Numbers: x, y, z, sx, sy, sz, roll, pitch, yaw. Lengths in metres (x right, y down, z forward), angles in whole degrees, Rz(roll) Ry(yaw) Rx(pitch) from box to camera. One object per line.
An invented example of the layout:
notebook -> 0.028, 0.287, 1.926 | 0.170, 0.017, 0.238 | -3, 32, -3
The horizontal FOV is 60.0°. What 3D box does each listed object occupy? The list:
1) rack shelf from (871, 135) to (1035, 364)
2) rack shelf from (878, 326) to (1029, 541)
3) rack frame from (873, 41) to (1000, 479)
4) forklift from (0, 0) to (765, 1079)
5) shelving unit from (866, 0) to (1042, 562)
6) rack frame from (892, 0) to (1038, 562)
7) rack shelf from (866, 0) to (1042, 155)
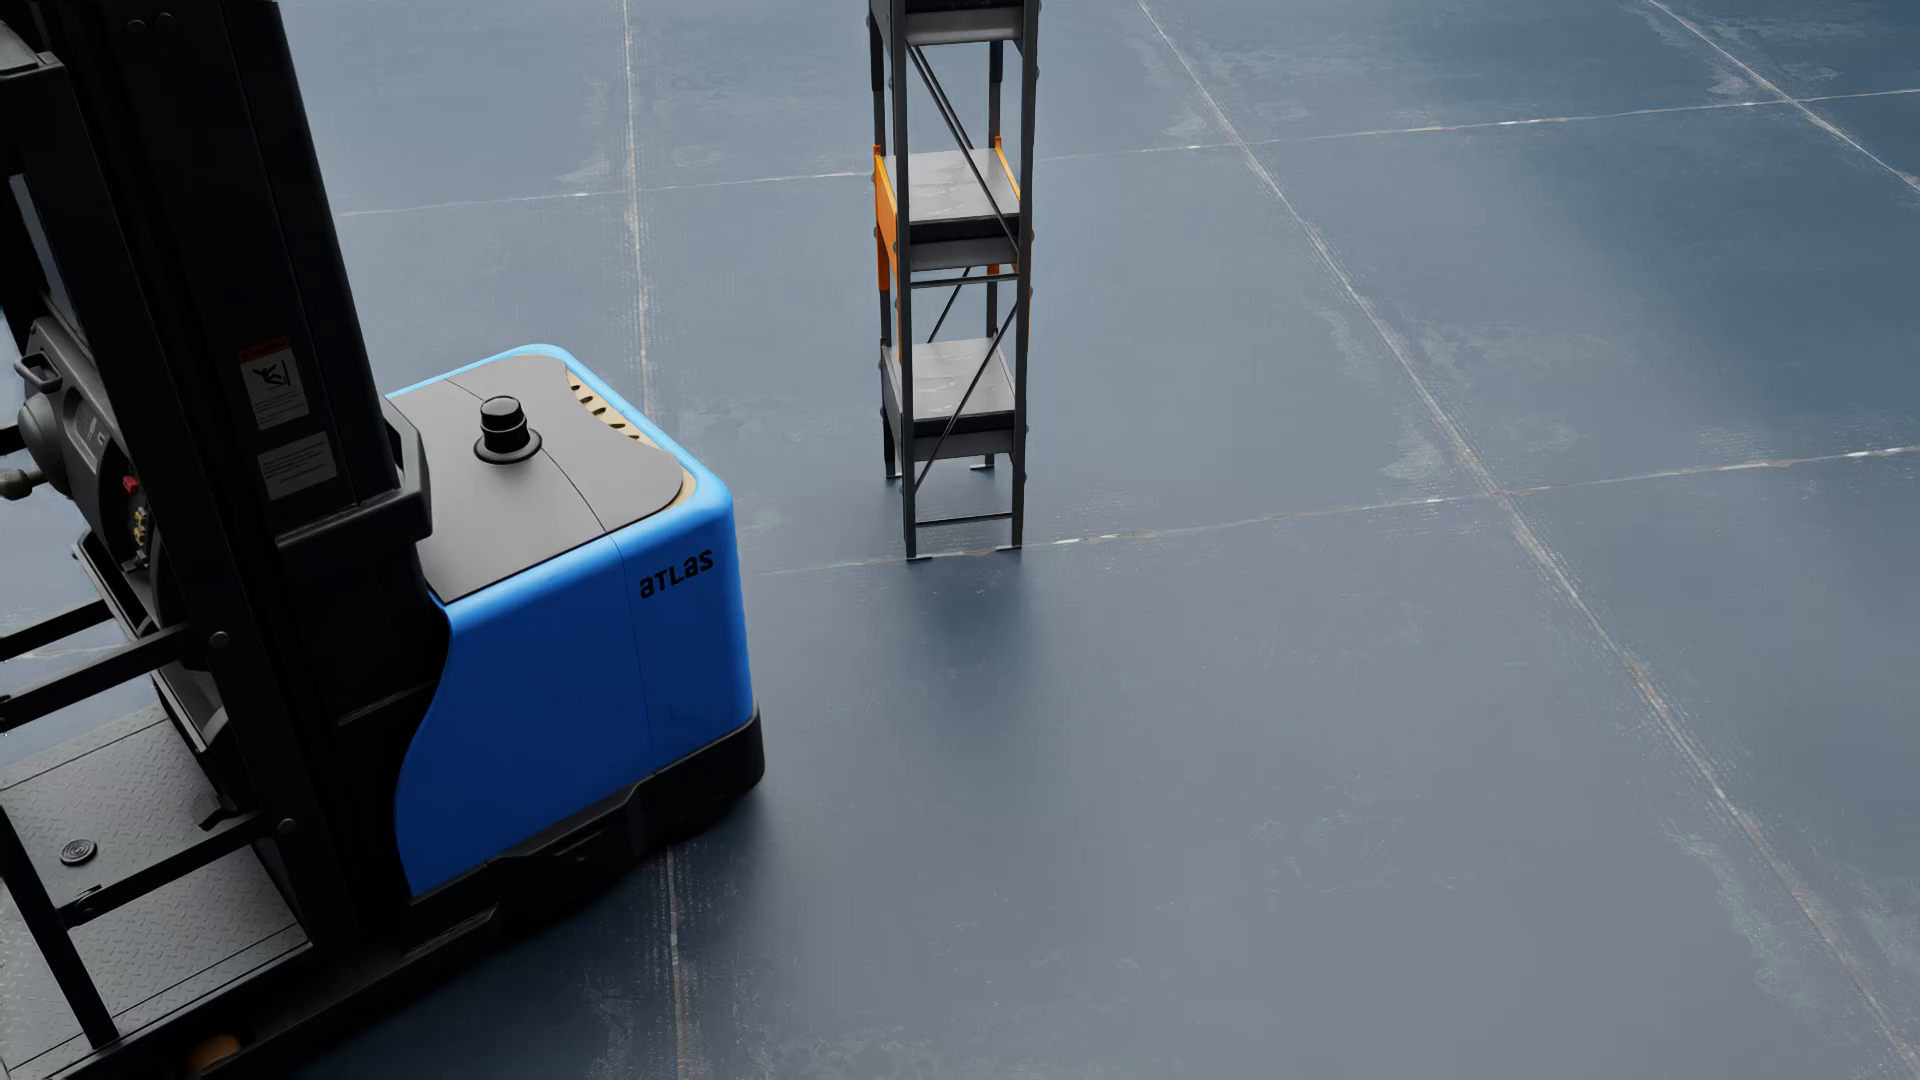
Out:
rack shelf -> -0.029, -0.918, 5.243 | 0.431, 0.518, 0.480 | -6, 38, -8
rack shelf -> -0.029, -0.366, 5.672 | 0.431, 0.518, 0.480 | -6, 38, -8
rack frame -> -0.072, -1.077, 5.424 | 0.400, 2.100, 0.015 | -6, 38, -8
forklift -> -2.024, -0.095, 3.483 | 3.031, 2.935, 1.130 | -27, 45, -30
shelving unit -> -0.029, -0.929, 5.235 | 0.431, 2.100, 0.503 | -6, 38, -8
rack frame -> 0.014, -0.782, 5.045 | 0.400, 2.100, 0.015 | -6, 38, -8
rack shelf -> -0.029, -1.471, 4.813 | 0.431, 0.518, 0.480 | -6, 38, -8
